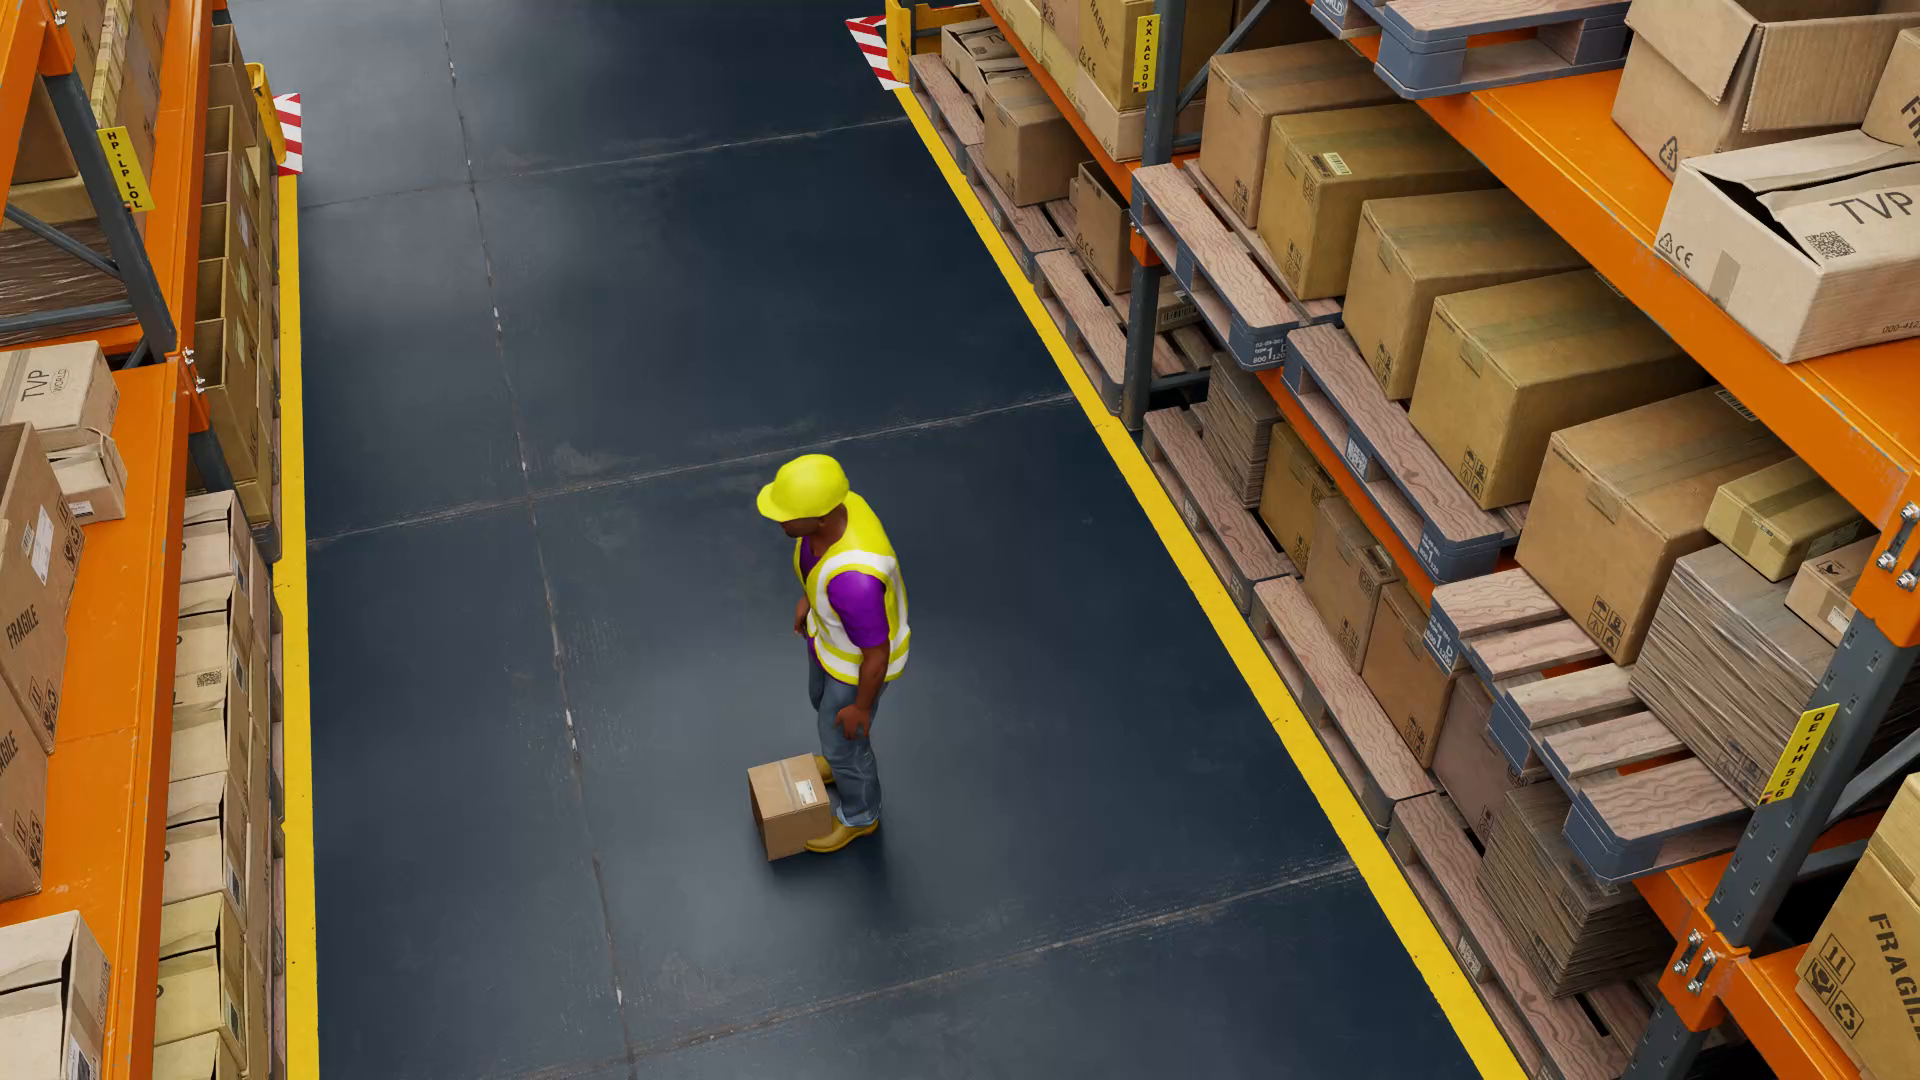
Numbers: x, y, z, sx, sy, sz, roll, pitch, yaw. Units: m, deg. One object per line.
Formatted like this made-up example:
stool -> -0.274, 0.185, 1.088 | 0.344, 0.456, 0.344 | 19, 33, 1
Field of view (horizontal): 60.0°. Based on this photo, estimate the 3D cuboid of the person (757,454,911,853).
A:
person -> -0.417, 0.381, 5.723 | 0.459, 1.761, 0.638 | -13, 44, -14
